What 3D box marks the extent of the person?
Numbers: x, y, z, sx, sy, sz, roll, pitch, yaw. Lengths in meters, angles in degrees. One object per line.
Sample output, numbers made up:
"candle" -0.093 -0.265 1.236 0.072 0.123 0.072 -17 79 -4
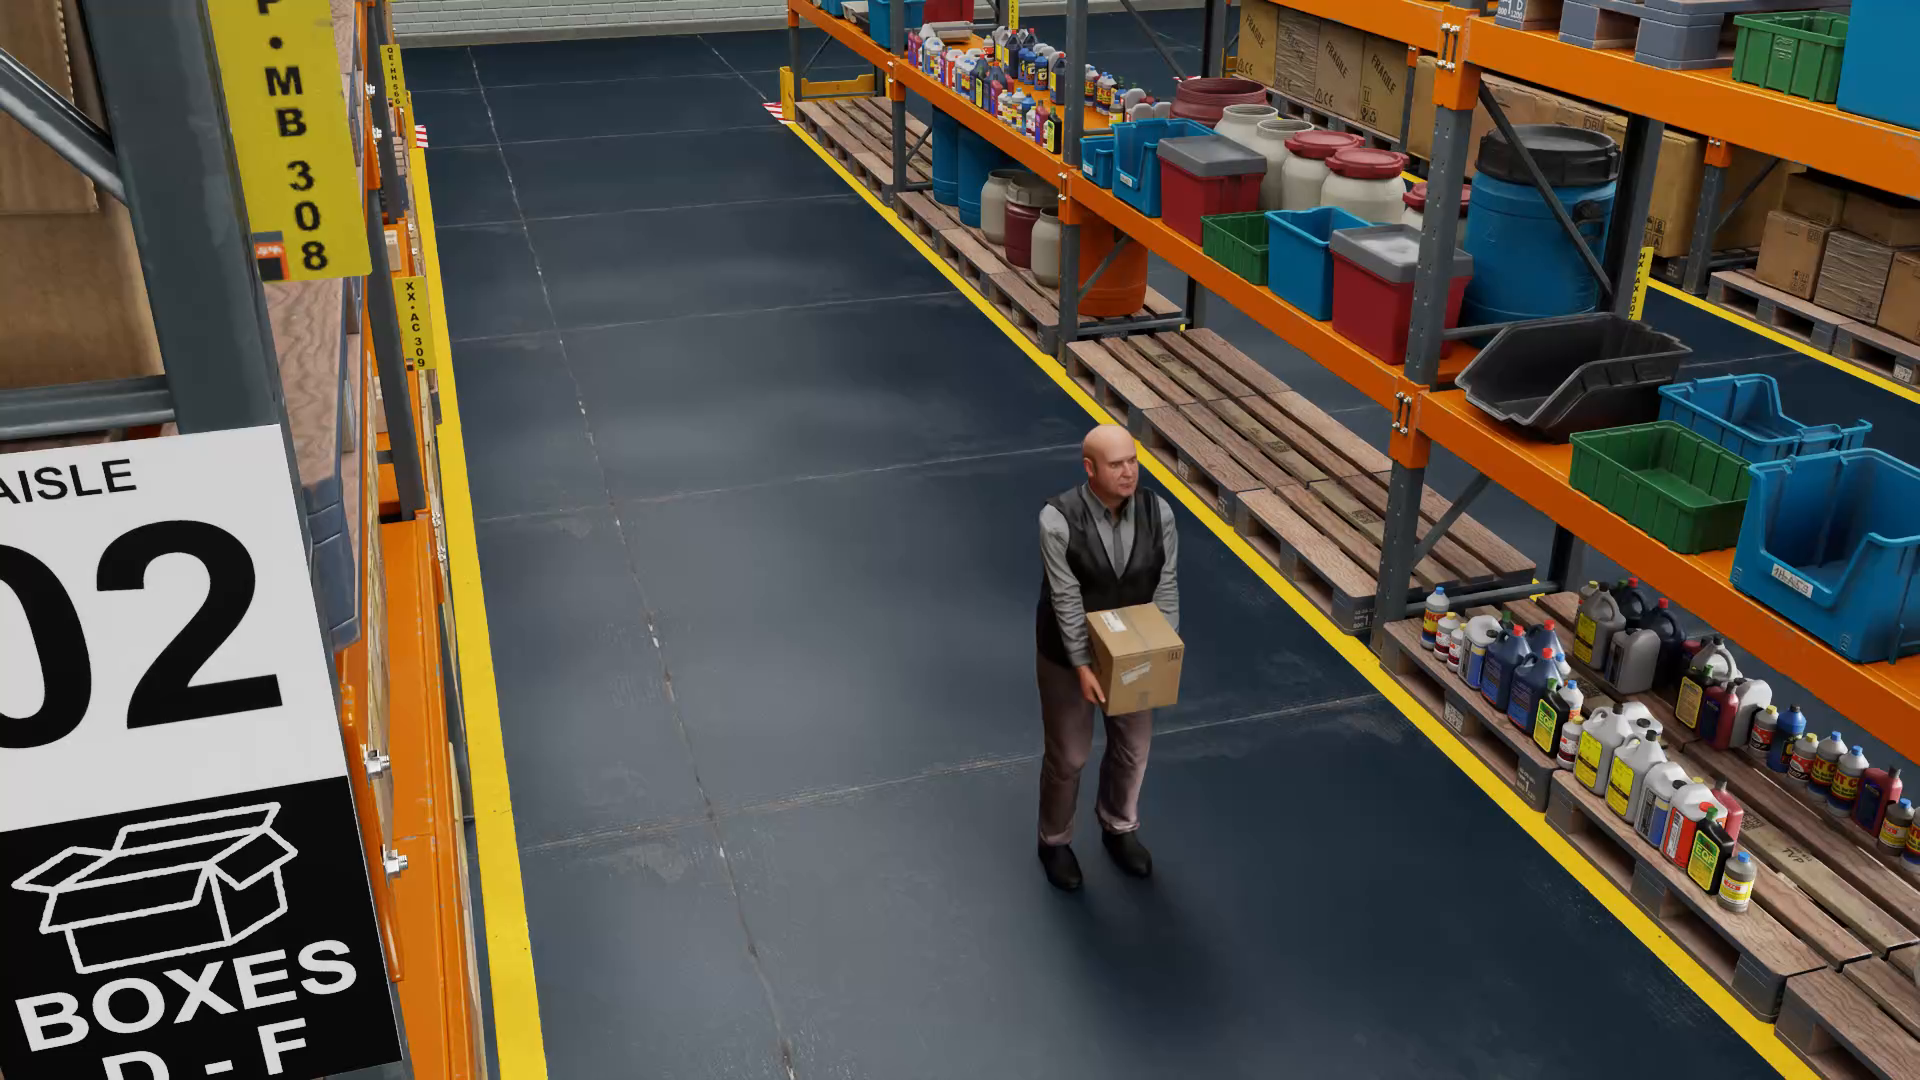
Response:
"person" 0.527 0.441 5.749 0.495 1.720 0.558 -8 27 -16
